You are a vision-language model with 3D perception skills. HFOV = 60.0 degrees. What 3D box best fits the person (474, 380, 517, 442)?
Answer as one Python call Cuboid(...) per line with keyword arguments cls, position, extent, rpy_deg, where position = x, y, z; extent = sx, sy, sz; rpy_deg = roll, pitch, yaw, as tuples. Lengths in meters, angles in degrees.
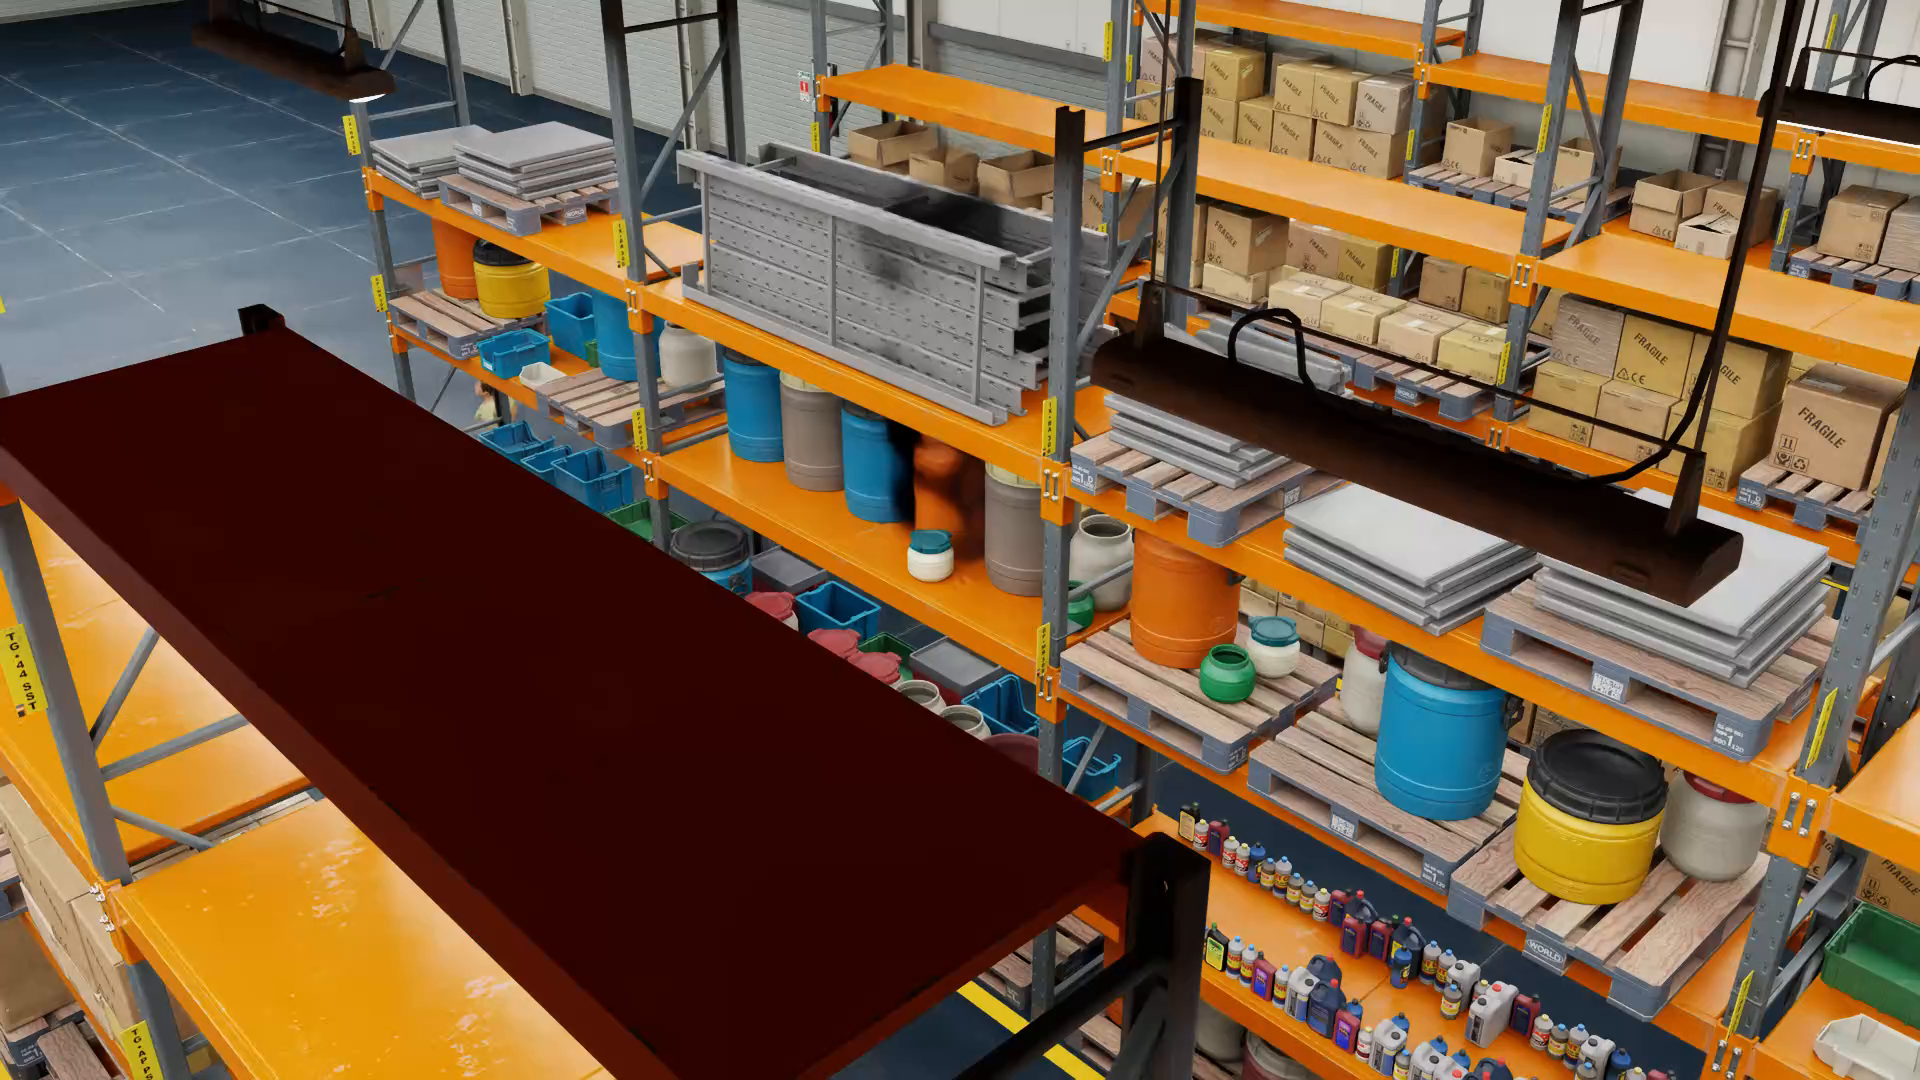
Cuboid(cls="person", position=(-4.806, -0.980, 16.990), extent=(0.524, 1.596, 0.612), rpy_deg=(1, 28, 2))
